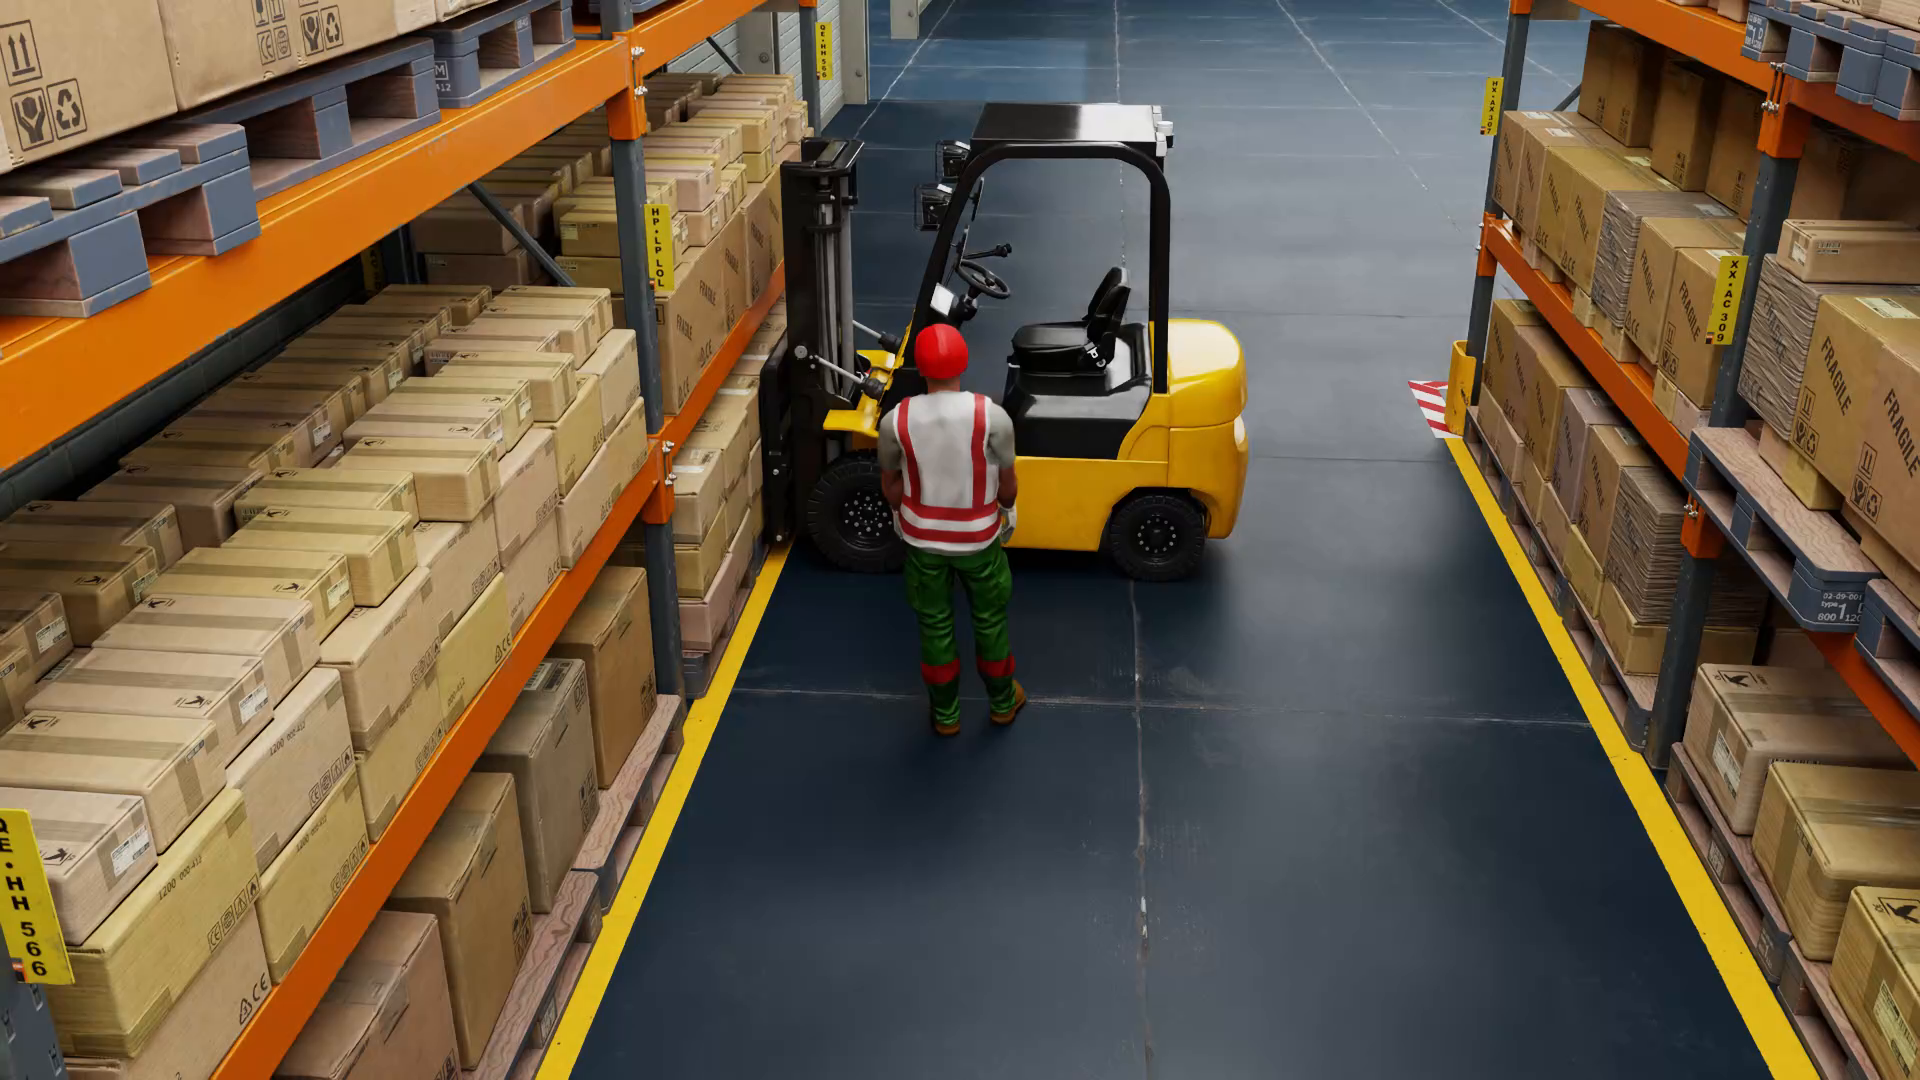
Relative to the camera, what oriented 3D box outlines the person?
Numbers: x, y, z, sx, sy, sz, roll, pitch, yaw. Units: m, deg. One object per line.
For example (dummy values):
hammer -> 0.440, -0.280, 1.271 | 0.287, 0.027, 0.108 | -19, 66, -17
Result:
person -> -0.020, -0.048, 6.664 | 0.584, 1.789, 0.556 | 2, 24, 4
